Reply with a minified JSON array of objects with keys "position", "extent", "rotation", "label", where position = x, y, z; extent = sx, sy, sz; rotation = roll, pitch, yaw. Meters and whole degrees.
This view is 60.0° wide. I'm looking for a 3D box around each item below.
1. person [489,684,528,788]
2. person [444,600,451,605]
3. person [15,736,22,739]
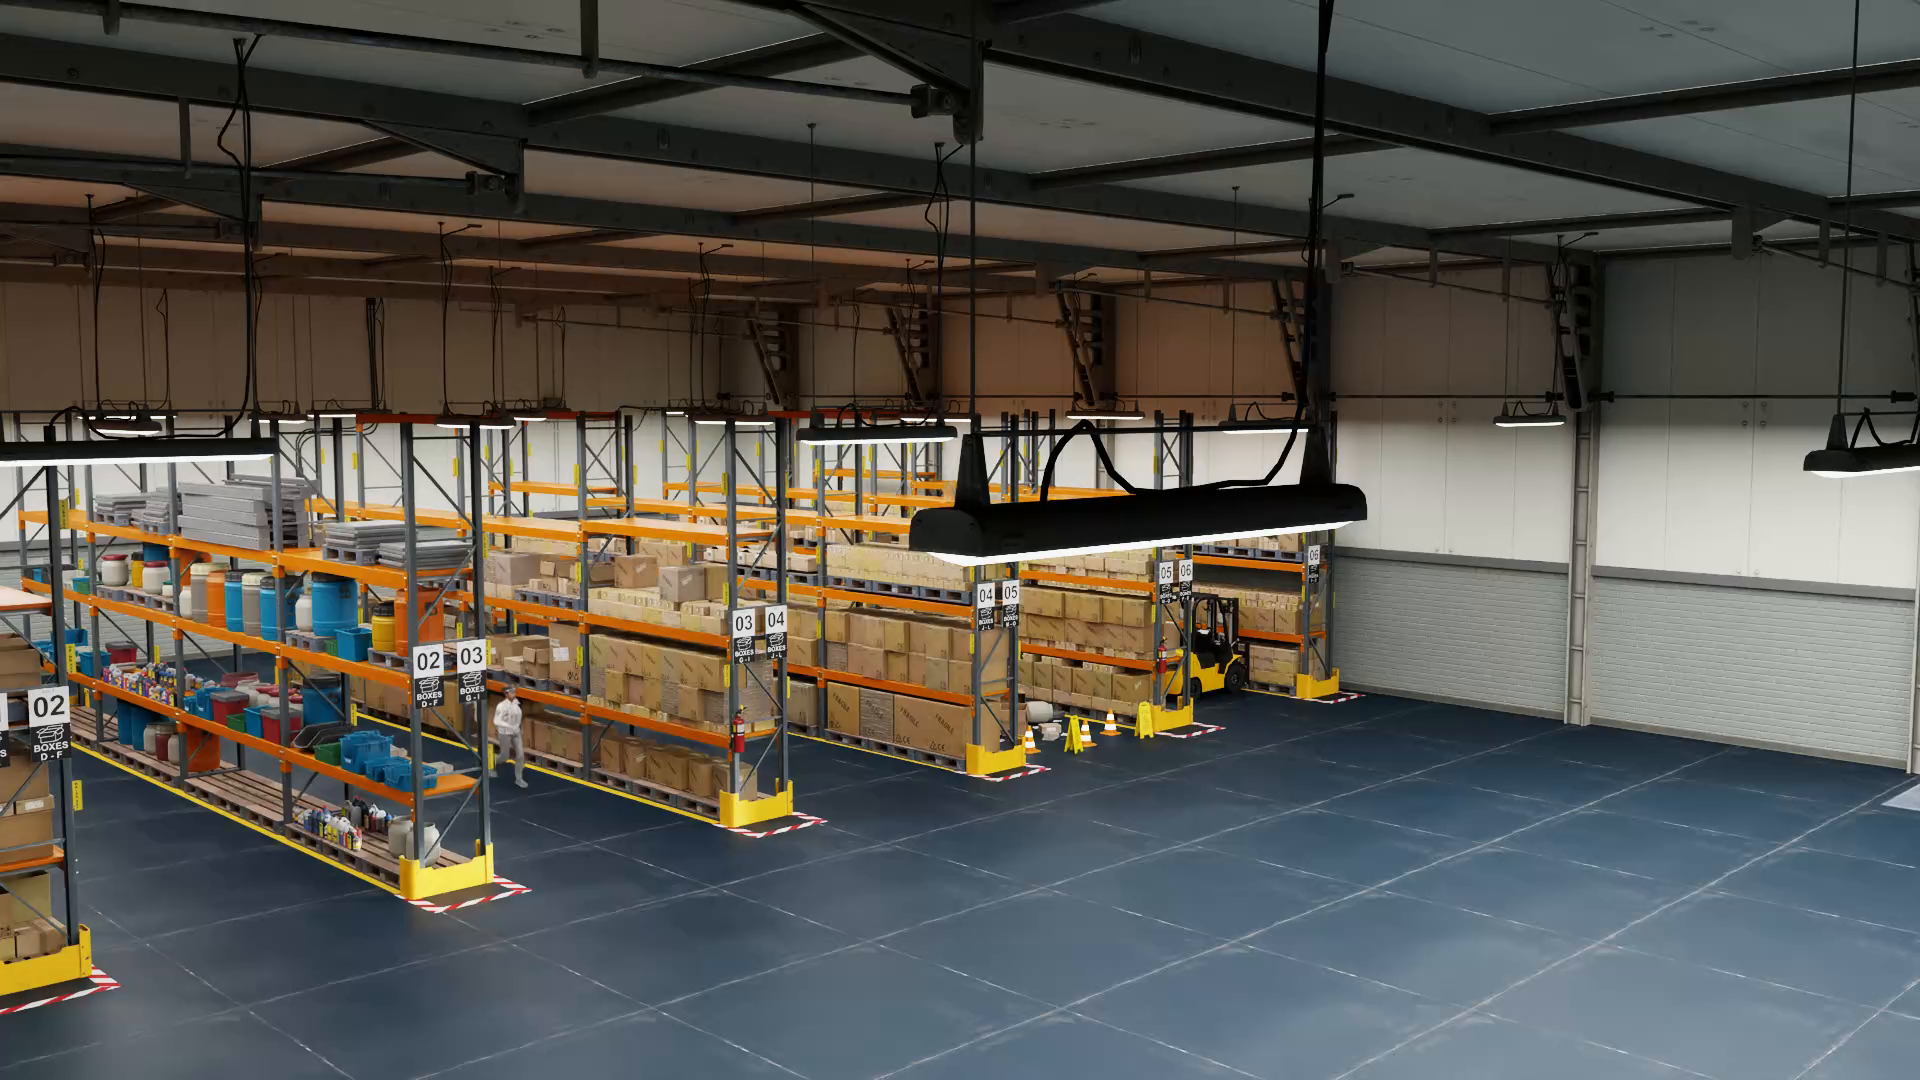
[{"position":[-7.337,3.148,27.015],"extent":[0.854,1.681,0.600],"rotation":[4,6,36],"label":"person"},{"position":[-11.845,2.201,38.259],"extent":[0.609,1.686,0.661],"rotation":[-1,5,-15],"label":"person"},{"position":[-15.139,3.189,26.224],"extent":[0.841,1.780,0.694],"rotation":[3,6,35],"label":"person"}]
